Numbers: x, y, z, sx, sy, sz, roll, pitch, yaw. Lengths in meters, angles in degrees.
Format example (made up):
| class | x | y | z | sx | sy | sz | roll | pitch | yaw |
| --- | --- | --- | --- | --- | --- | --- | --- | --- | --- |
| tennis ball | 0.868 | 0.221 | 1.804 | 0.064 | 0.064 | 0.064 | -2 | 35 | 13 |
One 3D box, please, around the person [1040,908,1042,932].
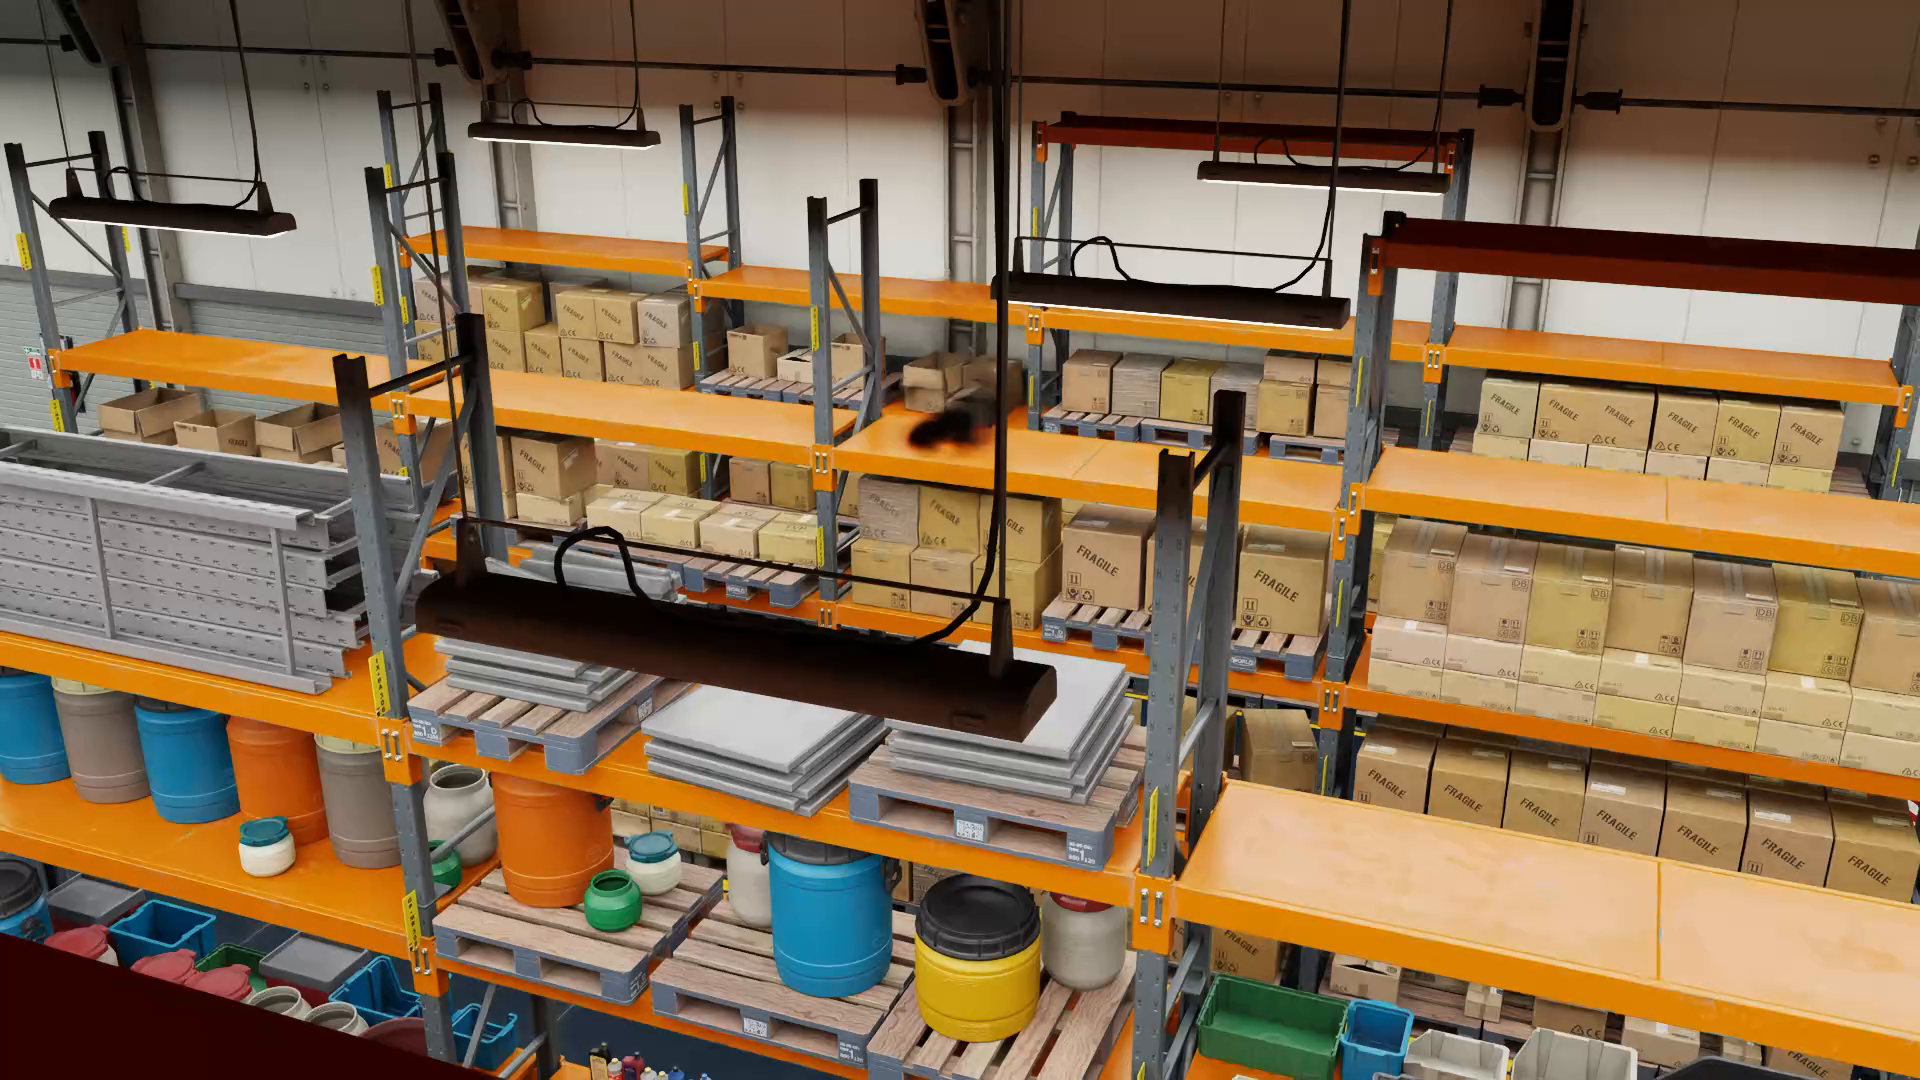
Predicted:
| class | x | y | z | sx | sy | sz | roll | pitch | yaw |
| --- | --- | --- | --- | --- | --- | --- | --- | --- | --- |
| person | 0.405 | 3.244 | 11.436 | 0.582 | 1.717 | 0.691 | 2 | 21 | 6 |
